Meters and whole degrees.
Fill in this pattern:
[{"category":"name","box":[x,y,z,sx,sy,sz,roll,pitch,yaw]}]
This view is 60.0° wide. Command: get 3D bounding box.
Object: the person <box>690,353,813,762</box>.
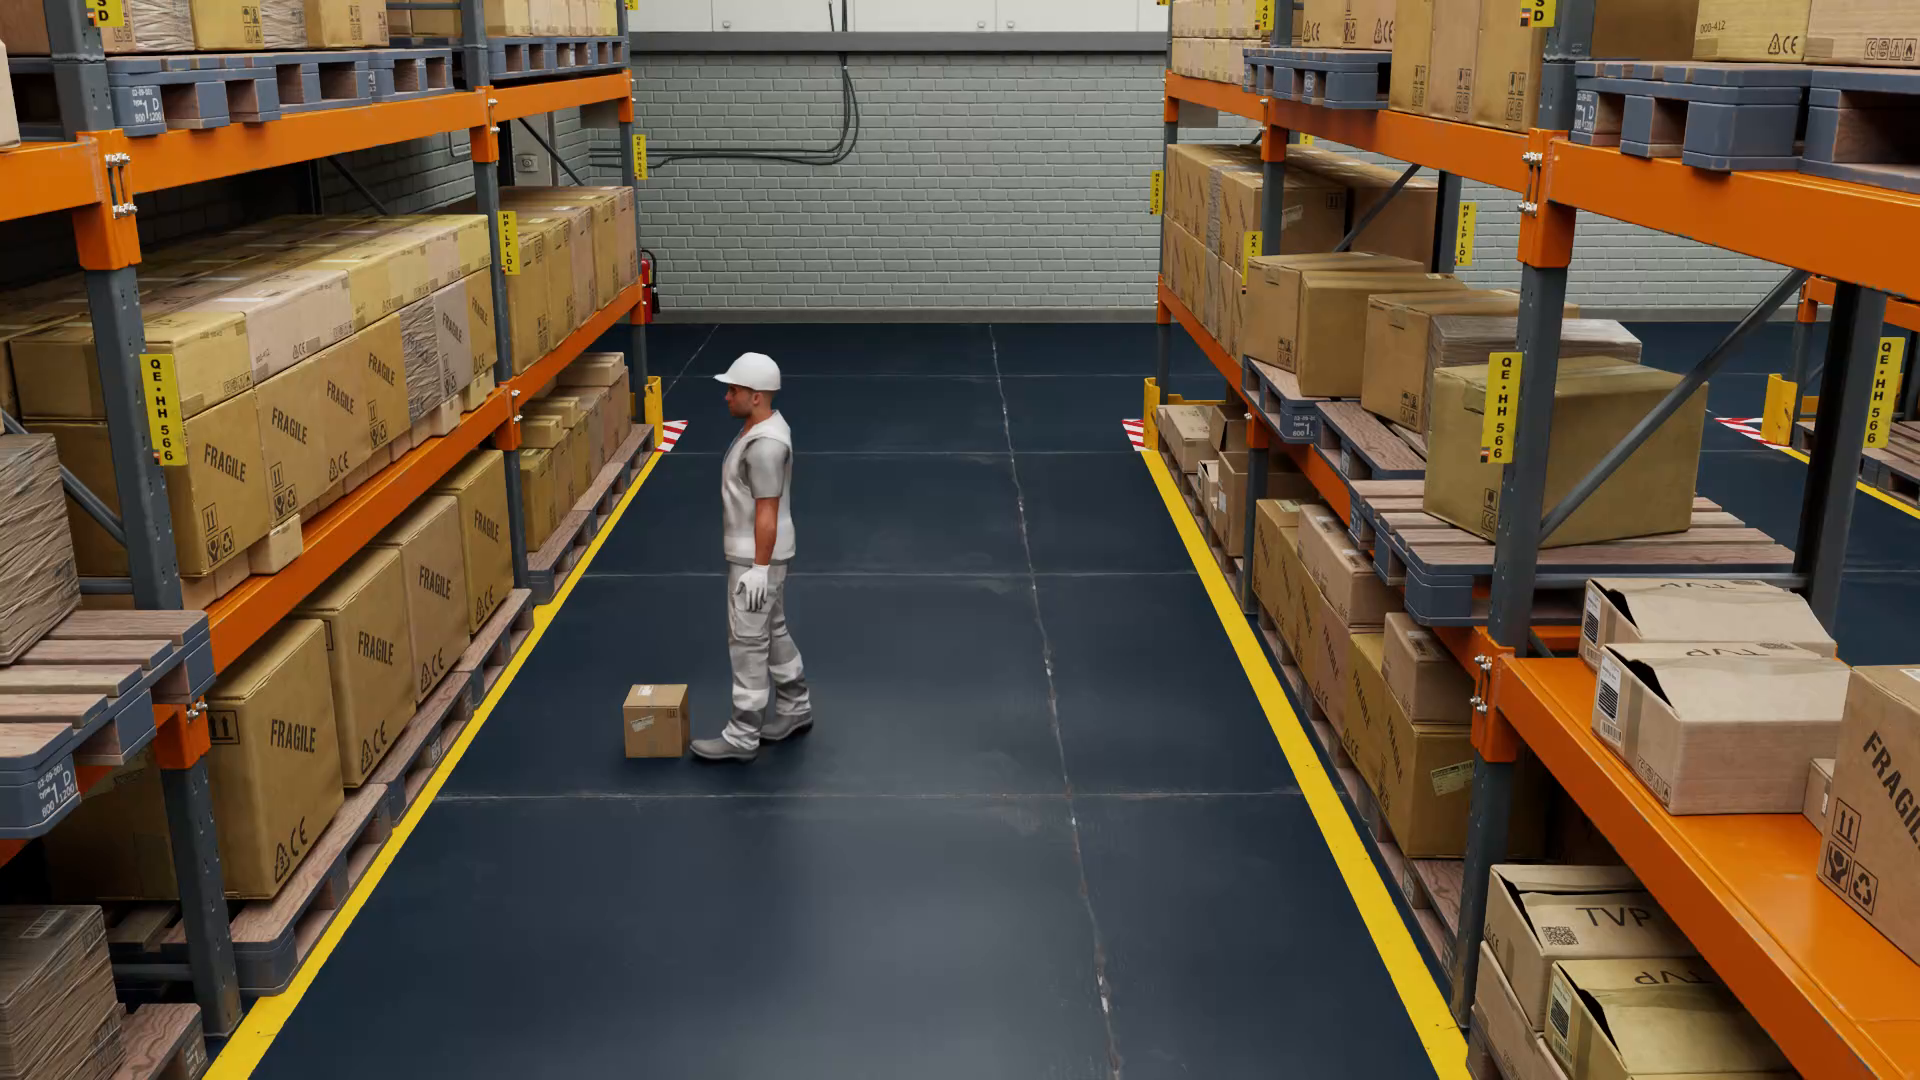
[{"category":"person","box":[-0.933,0.080,7.233,0.552,1.795,0.574,-2,17,-6]}]
